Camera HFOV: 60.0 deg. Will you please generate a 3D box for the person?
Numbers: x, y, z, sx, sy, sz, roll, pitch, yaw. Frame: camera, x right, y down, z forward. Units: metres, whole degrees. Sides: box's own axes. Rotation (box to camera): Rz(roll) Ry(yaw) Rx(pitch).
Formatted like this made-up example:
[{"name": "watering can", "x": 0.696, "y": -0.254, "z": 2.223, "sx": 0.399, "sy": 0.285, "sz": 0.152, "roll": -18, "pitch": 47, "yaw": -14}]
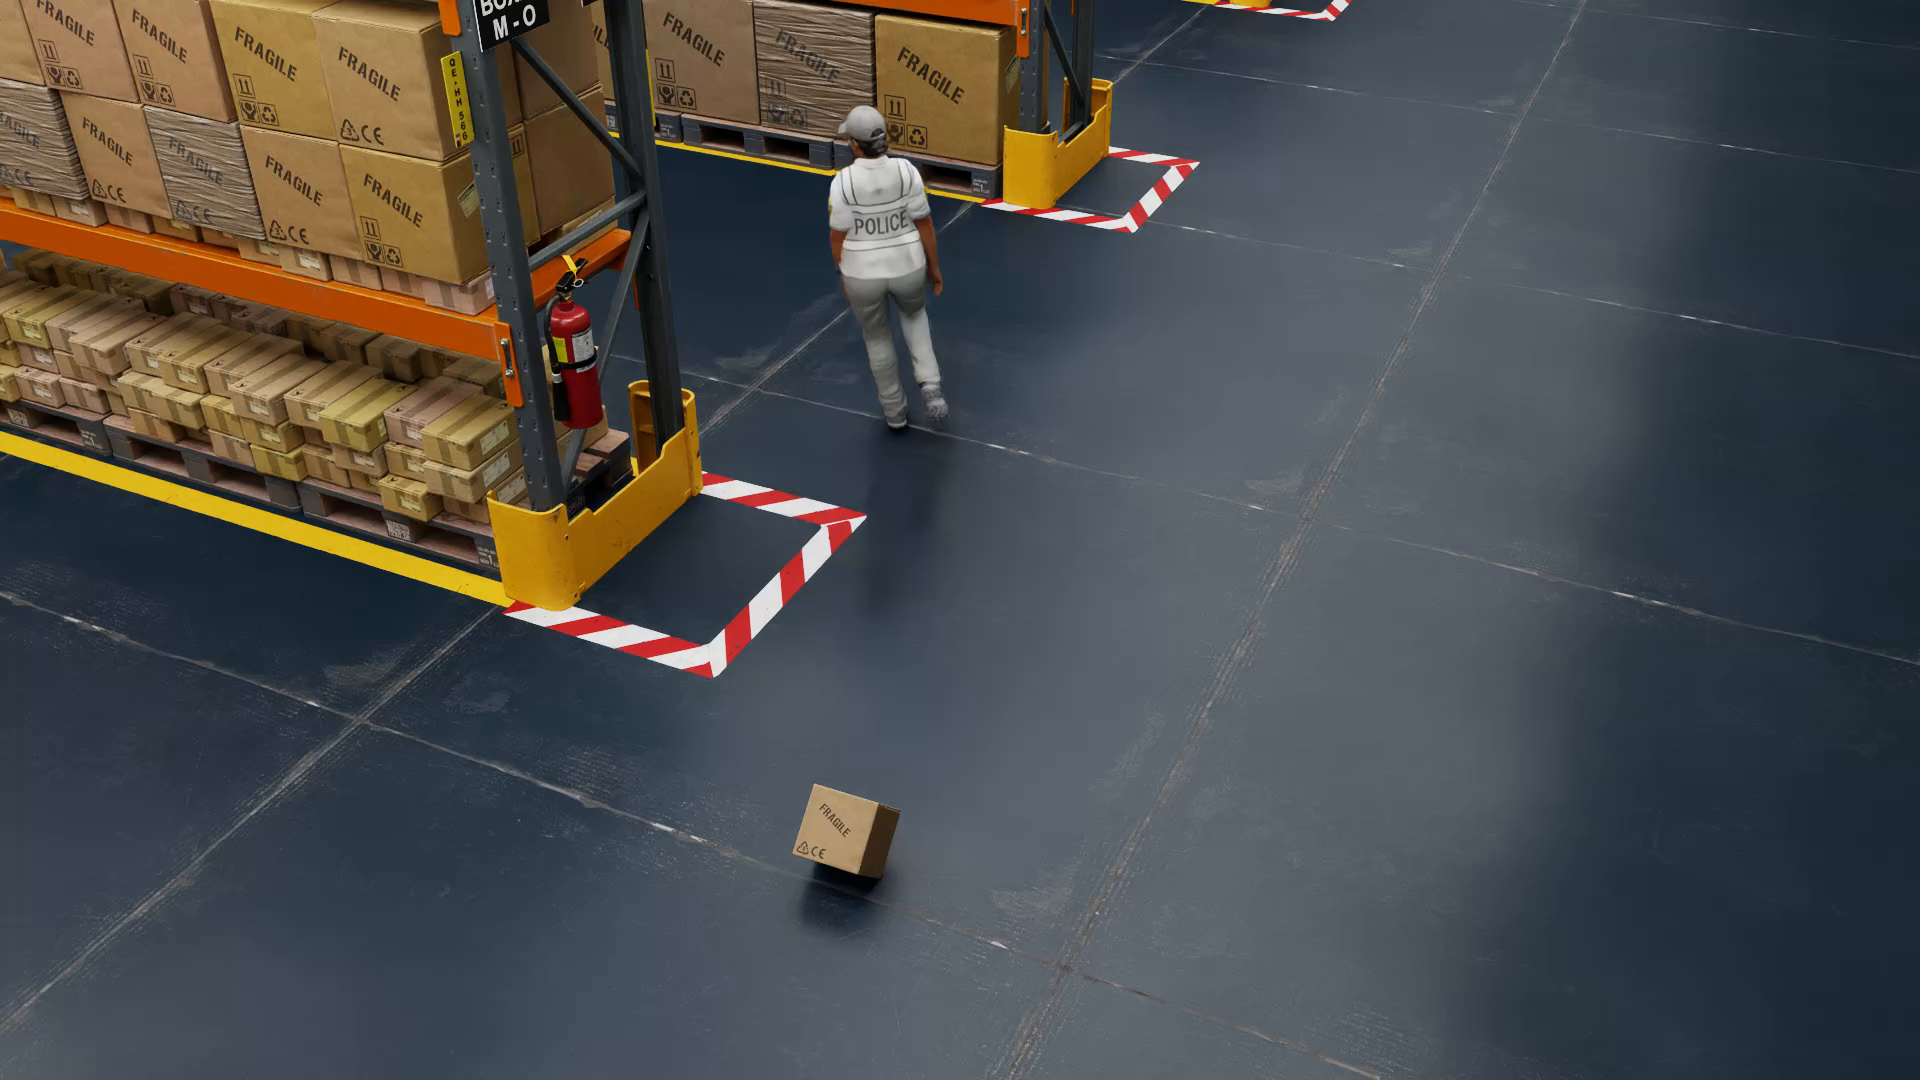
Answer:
[{"name": "person", "x": -0.359, "y": -1.316, "z": 8.080, "sx": 0.563, "sy": 1.662, "sz": 0.463, "roll": -8, "pitch": 35, "yaw": -12}]
